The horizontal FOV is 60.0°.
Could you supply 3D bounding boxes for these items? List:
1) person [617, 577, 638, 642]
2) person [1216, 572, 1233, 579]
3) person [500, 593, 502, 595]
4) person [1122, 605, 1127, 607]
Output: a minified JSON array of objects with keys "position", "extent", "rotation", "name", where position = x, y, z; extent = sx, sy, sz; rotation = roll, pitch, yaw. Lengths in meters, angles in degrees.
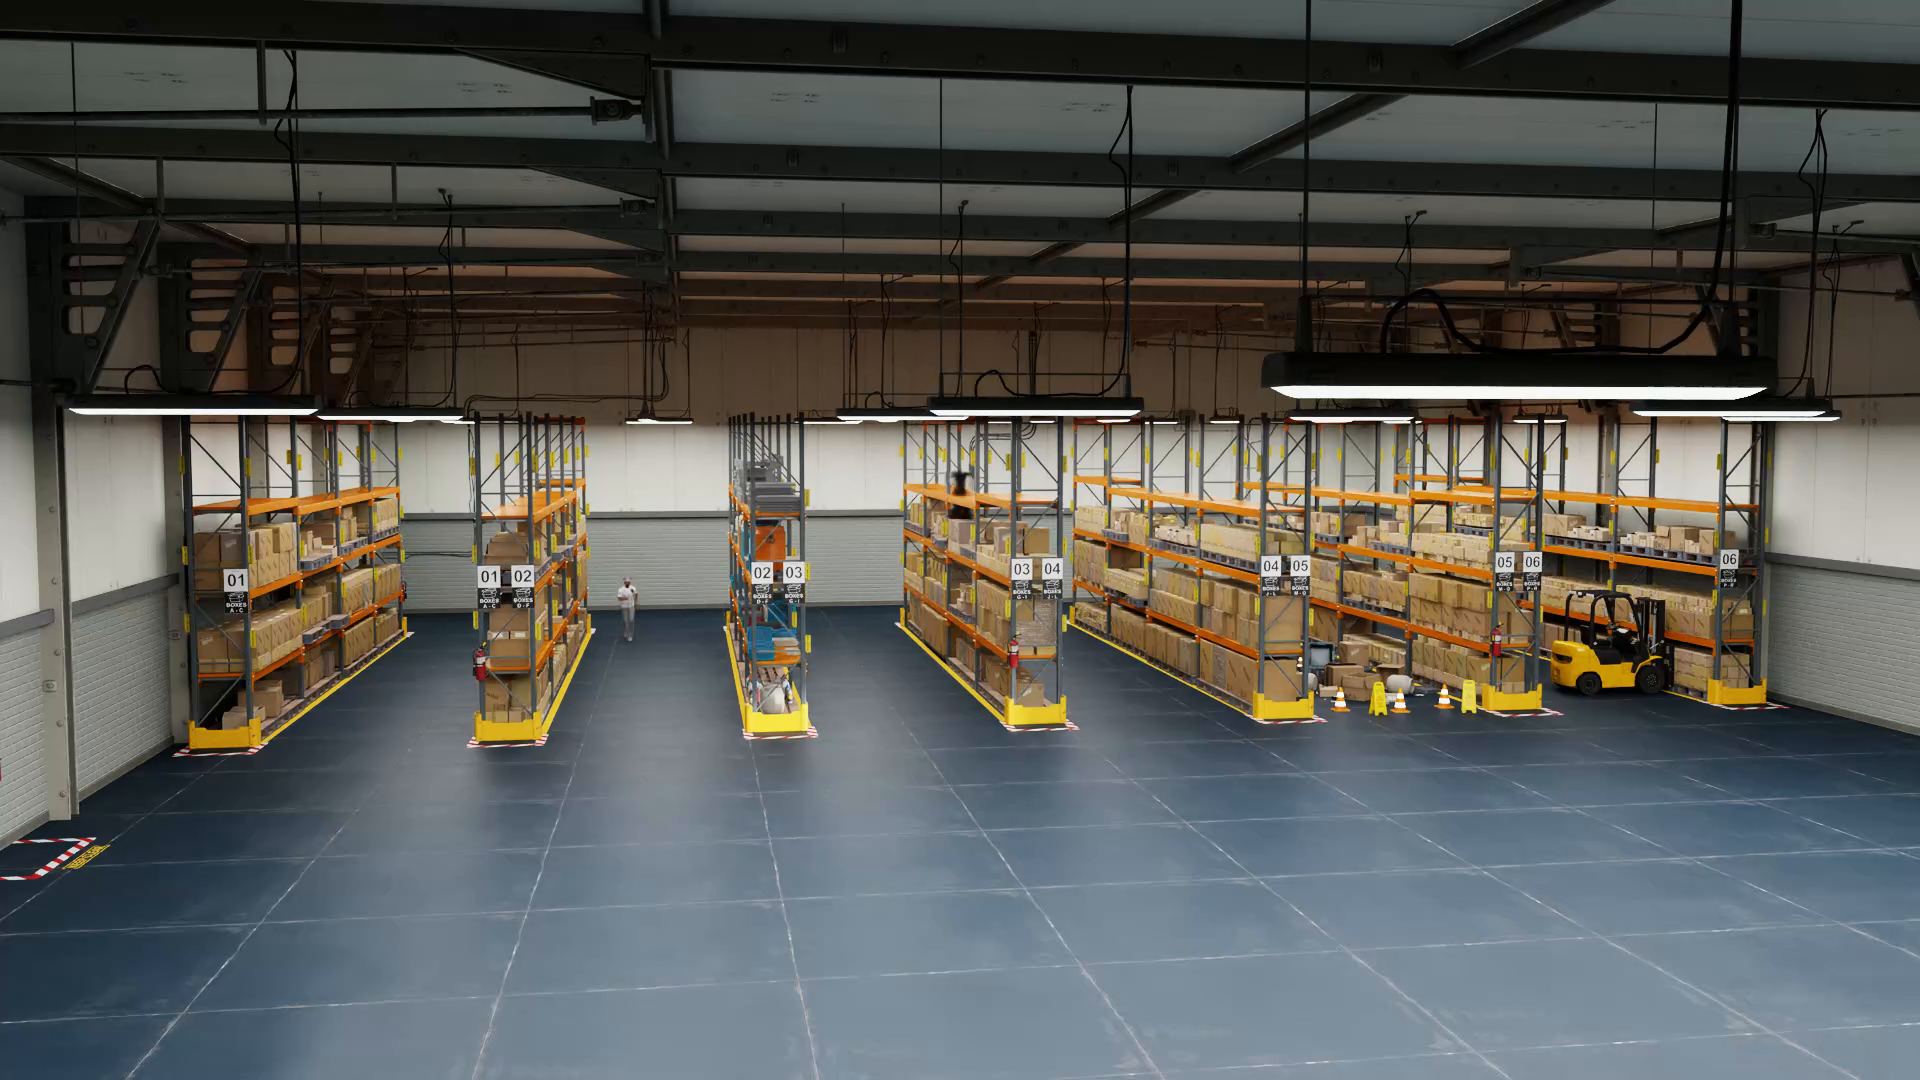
[{"position":[-8.915,1.838,44.609],"extent":[0.533,1.739,0.862],"rotation":[-1,4,-11],"name":"person"},{"position":[-1.883,1.725,47.862],"extent":[9.652,1.505,20.794],"rotation":[4,5,45],"name":"person"},{"position":[-12.140,2.008,44.055],"extent":[0.705,1.434,0.908],"rotation":[-2,4,-28],"name":"person"},{"position":[5.127,1.491,49.860],"extent":[0.832,1.747,0.592],"rotation":[-1,4,-16],"name":"person"}]
